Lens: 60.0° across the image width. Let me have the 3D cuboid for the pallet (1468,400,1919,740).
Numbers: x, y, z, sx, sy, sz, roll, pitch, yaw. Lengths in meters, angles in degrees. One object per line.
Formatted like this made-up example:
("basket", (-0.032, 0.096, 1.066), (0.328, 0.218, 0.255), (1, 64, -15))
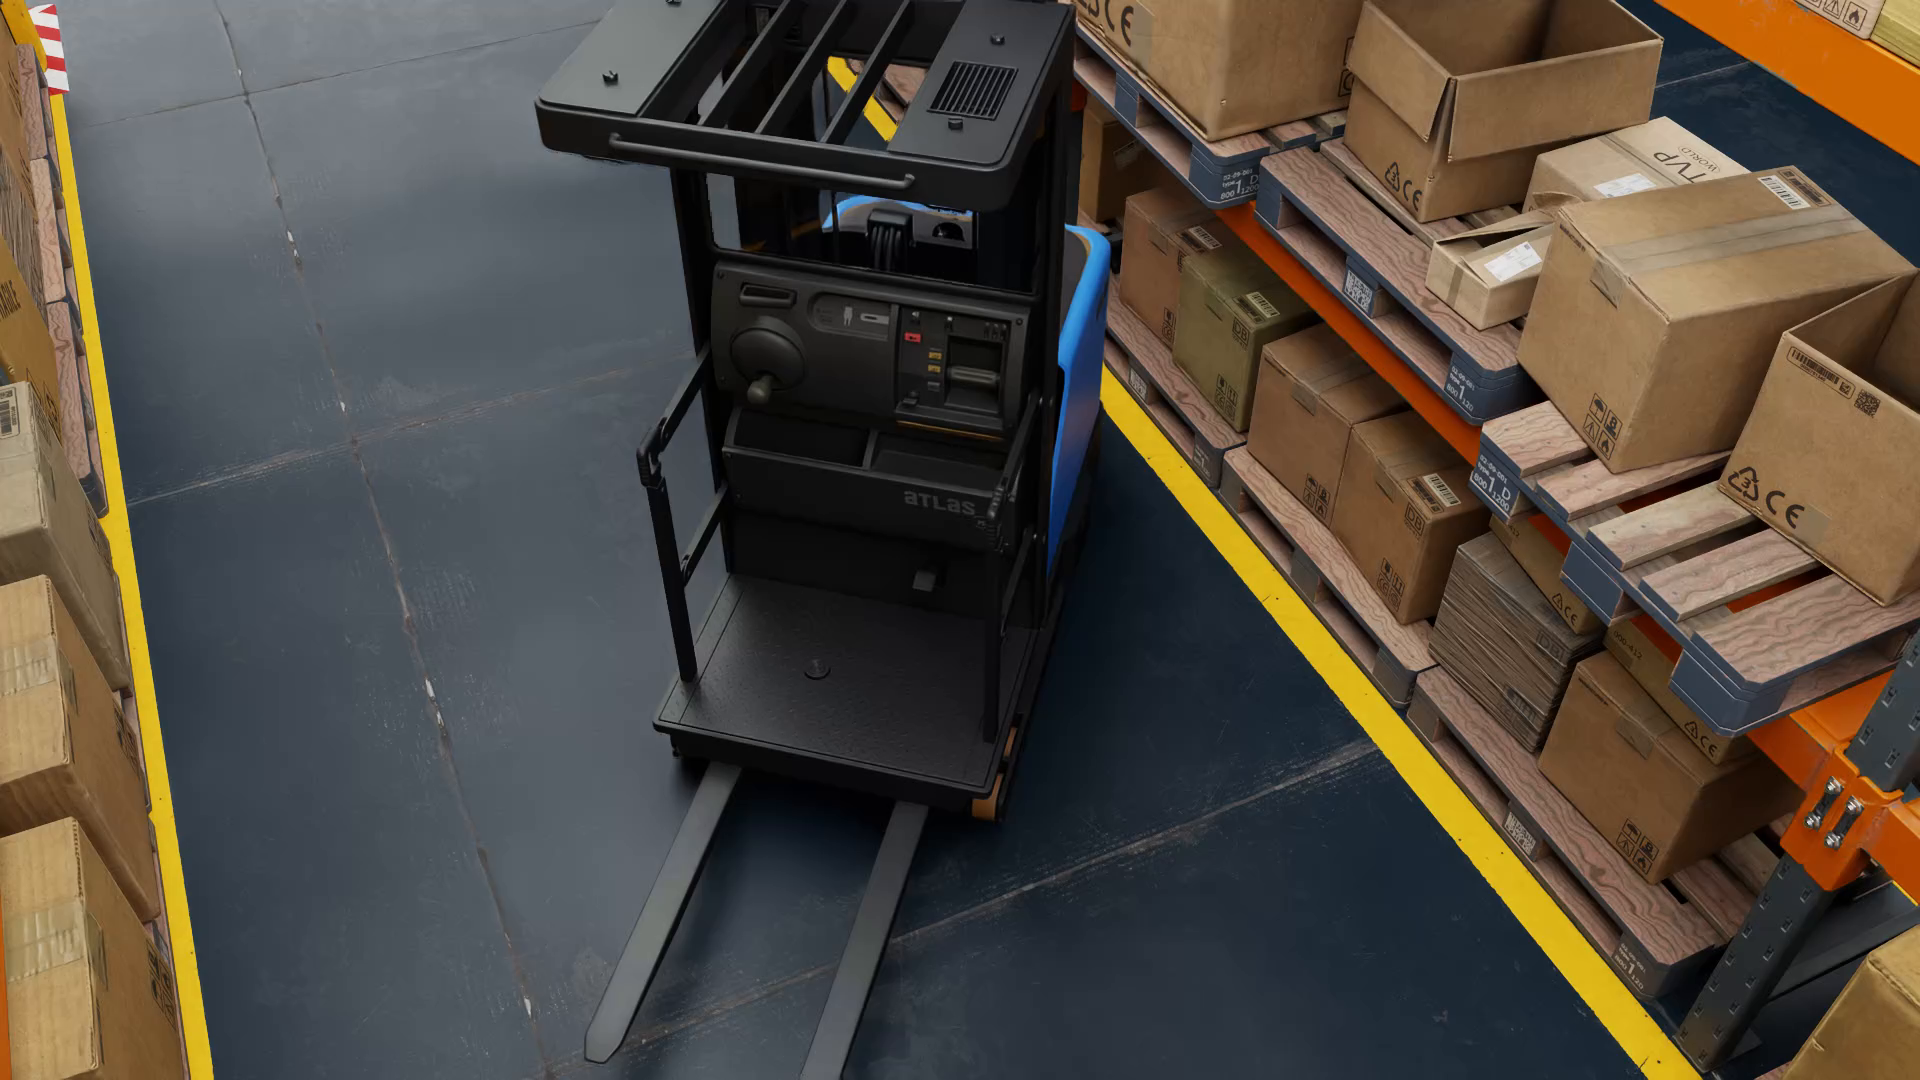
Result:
("pallet", (2.132, -0.091, 4.344), (1.213, 0.211, 1.003), (-18, 47, -17))

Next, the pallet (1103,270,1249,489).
("pallet", (1.175, -0.798, 6.908), (1.003, 0.211, 1.213), (-18, 47, -17))

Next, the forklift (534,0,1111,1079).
("forklift", (-0.319, -0.449, 4.618), (1.130, 2.935, 3.031), (10, 46, 10))

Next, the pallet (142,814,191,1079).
("pallet", (-2.787, 1.355, 4.726), (1.003, 0.211, 1.213), (-18, 47, -17))

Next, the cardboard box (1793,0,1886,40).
("cardboard box", (1.885, -1.294, 3.397), (0.500, 0.250, 0.500), (-18, 47, -18))

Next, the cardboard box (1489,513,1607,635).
("cardboard box", (1.987, -0.024, 5.071), (0.500, 0.250, 0.500), (-13, 46, -13))

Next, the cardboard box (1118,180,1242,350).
("cardboard box", (1.085, -1.155, 6.752), (0.700, 0.500, 0.500), (-22, 49, -20))

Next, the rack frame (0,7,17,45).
("rack frame", (-5.378, -3.435, 7.595), (1.000, 3.000, 0.127), (-18, 47, -17))

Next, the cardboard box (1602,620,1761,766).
("cardboard box", (2.219, 0.311, 4.732), (0.500, 0.250, 0.500), (-16, 47, -16))

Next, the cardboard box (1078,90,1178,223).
("cardboard box", (0.714, -1.812, 7.432), (0.500, 0.500, 0.500), (-19, 48, -19))

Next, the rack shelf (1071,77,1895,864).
("rack shelf", (1.687, -0.755, 5.392), (1.077, 0.370, 4.000), (-18, 47, -17))

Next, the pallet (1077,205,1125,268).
("pallet", (0.532, -1.711, 7.834), (1.003, 0.211, 1.213), (-18, 47, -17))

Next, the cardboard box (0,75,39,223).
("cardboard box", (-4.661, -1.855, 7.208), (0.875, 0.875, 0.875), (-19, 48, -18))

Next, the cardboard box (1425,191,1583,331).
("cardboard box", (1.582, -0.822, 4.744), (0.396, 0.266, 0.258), (-19, 48, -19))

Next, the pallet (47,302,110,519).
("pallet", (-3.945, -0.401, 6.506), (1.003, 0.211, 1.213), (-18, 47, -17))

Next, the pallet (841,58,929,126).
("pallet", (0.015, -2.490, 8.623), (1.003, 0.211, 1.213), (-18, 47, -17))

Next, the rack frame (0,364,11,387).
("rack frame", (-3.697, -0.886, 5.012), (1.000, 3.000, 0.127), (-18, 47, -17))

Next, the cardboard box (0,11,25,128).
("cardboard box", (-5.033, -2.415, 7.776), (0.875, 0.875, 0.875), (-18, 47, -17))

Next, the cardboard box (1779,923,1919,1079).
("cardboard box", (2.799, 1.316, 3.995), (1.225, 0.875, 0.875), (-20, 48, -19))

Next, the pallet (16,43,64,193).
("pallet", (-4.971, -1.956, 8.082), (1.003, 0.211, 1.213), (-18, 47, -17))

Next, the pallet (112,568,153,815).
("pallet", (-3.304, 0.576, 5.516), (1.003, 0.211, 1.213), (-18, 47, -17))

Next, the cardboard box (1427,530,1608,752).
("cardboard box", (1.983, 0.225, 5.352), (0.700, 0.500, 0.500), (-22, 49, -21))

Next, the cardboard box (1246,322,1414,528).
("cardboard box", (1.504, -0.489, 6.077), (0.700, 0.500, 0.500), (-22, 49, -21))

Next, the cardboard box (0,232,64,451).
("cardboard box", (-3.897, -0.700, 6.038), (0.875, 0.875, 0.875), (-17, 47, -17))

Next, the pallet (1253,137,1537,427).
("pallet", (1.659, -0.918, 5.181), (1.003, 0.211, 1.213), (-18, 47, -17))

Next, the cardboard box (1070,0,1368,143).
("cardboard box", (1.053, -2.101, 5.518), (1.000, 1.000, 1.000), (-18, 47, -17))

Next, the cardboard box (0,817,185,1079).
("cardboard box", (-2.560, 1.344, 4.055), (1.050, 0.750, 0.750), (-17, 47, -17))

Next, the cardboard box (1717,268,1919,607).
("cardboard box", (2.265, -0.254, 4.002), (0.500, 0.500, 0.500), (-24, 49, -22))

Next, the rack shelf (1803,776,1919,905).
("rack shelf", (3.369, 1.794, 2.809), (1.077, 0.370, 4.000), (-18, 47, -17))

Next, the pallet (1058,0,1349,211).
("pallet", (1.036, -1.688, 5.961), (1.003, 0.211, 1.213), (-18, 47, -17))

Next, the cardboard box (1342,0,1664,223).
("cardboard box", (1.659, -1.395, 5.155), (0.797, 0.503, 0.637), (-14, 46, -13))

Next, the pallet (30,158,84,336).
("pallet", (-4.462, -1.179, 7.295), (1.003, 0.211, 1.213), (-18, 47, -17))

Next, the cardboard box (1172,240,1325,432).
("cardboard box", (1.268, -0.846, 6.438), (0.700, 0.500, 0.500), (-18, 47, -18))

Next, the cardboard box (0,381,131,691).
("cardboard box", (-3.354, 0.135, 5.281), (1.050, 0.750, 0.750), (-18, 47, -18))

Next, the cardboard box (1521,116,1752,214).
("cardboard box", (2.032, -0.969, 4.904), (0.500, 0.250, 0.500), (-19, 48, -19))

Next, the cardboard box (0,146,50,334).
("cardboard box", (-4.280, -1.274, 6.619), (0.875, 0.875, 0.875), (-18, 47, -17))

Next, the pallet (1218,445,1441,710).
("pallet", (1.692, -0.019, 6.119), (1.003, 0.211, 1.213), (-18, 47, -17))

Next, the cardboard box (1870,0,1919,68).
("cardboard box", (2.106, -0.982, 3.081), (0.500, 0.250, 0.500), (-18, 47, -17))

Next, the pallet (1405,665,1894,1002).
("pallet", (2.201, 0.757, 5.332), (1.003, 0.211, 1.213), (-18, 47, -17))

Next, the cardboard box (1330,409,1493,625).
("cardboard box", (1.739, -0.134, 5.716), (0.700, 0.500, 0.500), (-14, 46, -14))

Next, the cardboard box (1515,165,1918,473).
("cardboard box", (1.939, -0.581, 4.333), (0.700, 0.500, 0.500), (-12, 46, -12))

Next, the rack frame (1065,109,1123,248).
("rack frame", (0.846, -2.286, 6.431), (1.000, 3.000, 0.127), (-18, 47, -17))

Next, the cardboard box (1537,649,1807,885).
("cardboard box", (2.228, 0.575, 4.998), (0.700, 0.500, 0.500), (-20, 48, -19))

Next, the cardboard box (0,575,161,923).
("cardboard box", (-2.952, 0.751, 4.656), (1.050, 0.750, 0.750), (-18, 47, -17))

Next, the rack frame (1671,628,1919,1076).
("rack frame", (2.528, 0.263, 3.848), (1.000, 3.000, 0.127), (-18, 47, -17))

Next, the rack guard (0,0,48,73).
("rack guard", (-5.389, -2.560, 8.489), (1.175, 0.500, 0.348), (-18, 47, -17))
